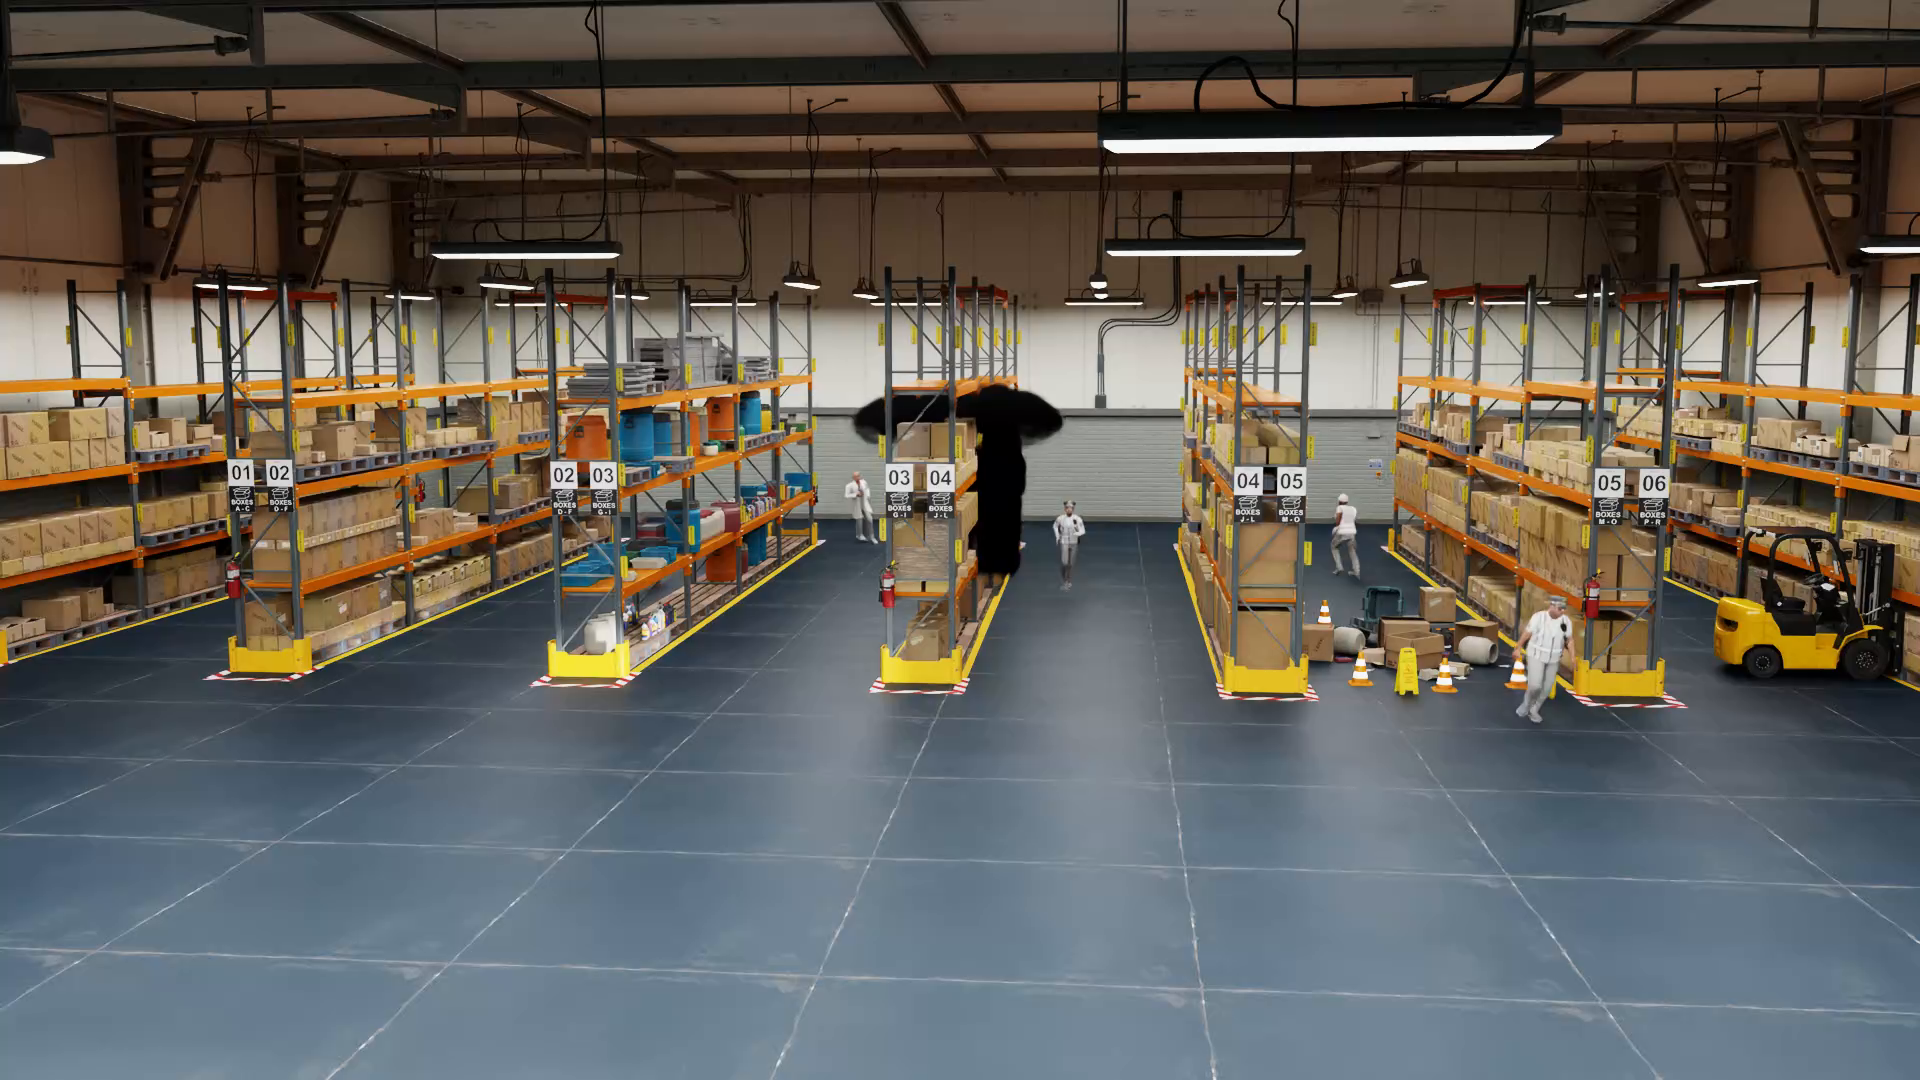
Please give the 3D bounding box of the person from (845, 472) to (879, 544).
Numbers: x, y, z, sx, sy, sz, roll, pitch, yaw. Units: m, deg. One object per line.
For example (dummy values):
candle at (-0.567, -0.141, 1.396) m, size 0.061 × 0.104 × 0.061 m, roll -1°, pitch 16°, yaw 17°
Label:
person at (-2.478, -0.793, 40.599) m, size 0.768 × 1.776 × 0.812 m, roll -3°, pitch 8°, yaw -23°

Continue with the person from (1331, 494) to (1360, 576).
person at (8.107, -0.100, 35.054) m, size 0.699 × 1.719 × 0.975 m, roll -2°, pitch 7°, yaw -17°

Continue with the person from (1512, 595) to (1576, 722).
person at (7.625, 1.545, 21.627) m, size 0.663 × 1.704 × 0.664 m, roll -1°, pitch 7°, yaw -8°

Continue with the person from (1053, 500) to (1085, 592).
person at (2.047, 0.110, 31.115) m, size 0.582 × 1.726 × 0.636 m, roll 0°, pitch 7°, yaw -1°

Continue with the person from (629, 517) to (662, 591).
person at (-6.242, 0.258, 32.982) m, size 0.604 × 1.501 × 0.809 m, roll -1°, pitch 7°, yaw -8°
